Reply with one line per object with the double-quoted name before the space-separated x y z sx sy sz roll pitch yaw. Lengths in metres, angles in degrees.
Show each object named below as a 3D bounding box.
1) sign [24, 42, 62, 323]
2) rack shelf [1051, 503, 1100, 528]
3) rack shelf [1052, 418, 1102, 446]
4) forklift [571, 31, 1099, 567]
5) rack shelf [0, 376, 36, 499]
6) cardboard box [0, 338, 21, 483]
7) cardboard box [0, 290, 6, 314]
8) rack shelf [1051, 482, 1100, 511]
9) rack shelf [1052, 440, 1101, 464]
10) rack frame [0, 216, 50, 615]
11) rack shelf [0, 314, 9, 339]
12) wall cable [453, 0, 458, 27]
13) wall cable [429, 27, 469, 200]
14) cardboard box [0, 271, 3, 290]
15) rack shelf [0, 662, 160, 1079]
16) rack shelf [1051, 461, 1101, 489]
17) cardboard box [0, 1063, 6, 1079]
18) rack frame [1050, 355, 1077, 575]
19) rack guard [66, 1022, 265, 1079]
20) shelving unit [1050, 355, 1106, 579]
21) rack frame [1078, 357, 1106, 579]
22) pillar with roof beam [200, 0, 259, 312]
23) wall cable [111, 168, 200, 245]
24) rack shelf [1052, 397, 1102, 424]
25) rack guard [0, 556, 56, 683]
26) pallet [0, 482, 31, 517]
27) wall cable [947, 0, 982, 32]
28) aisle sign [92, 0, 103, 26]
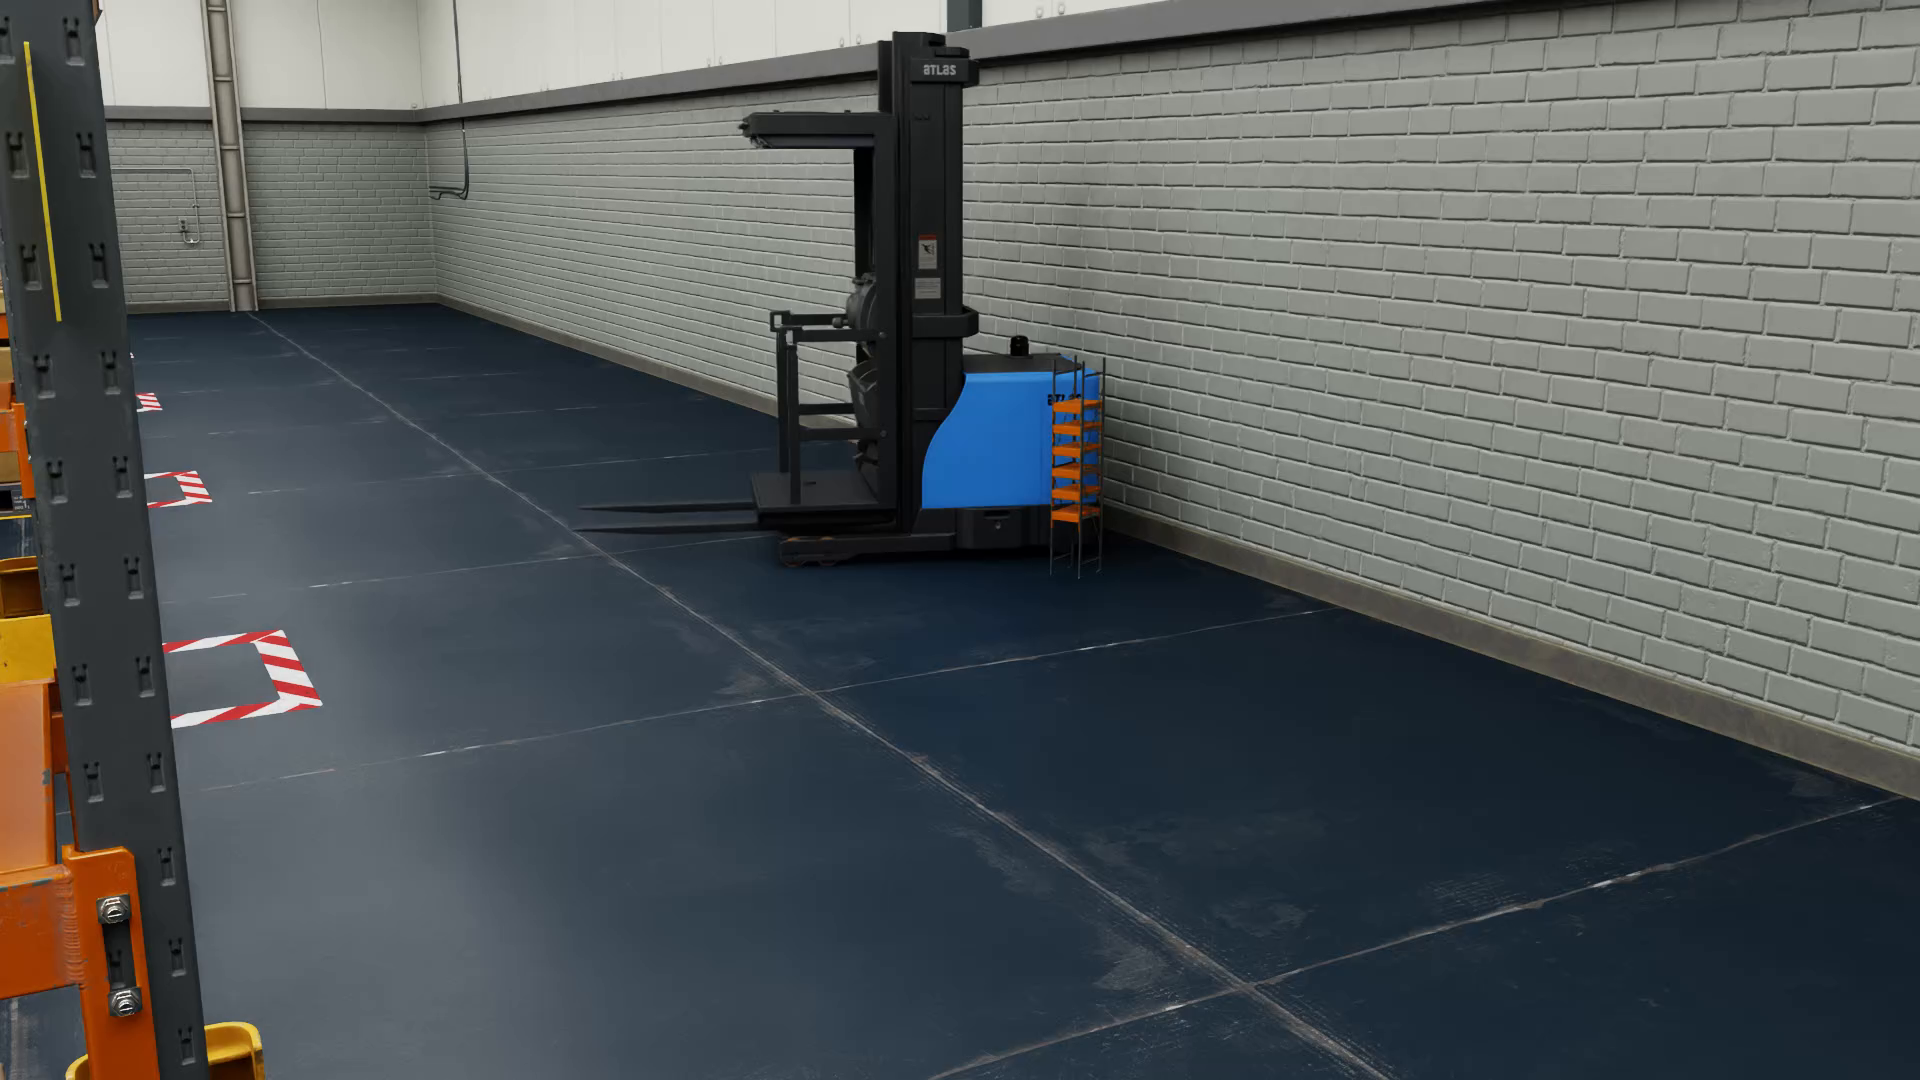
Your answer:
"sign" -1.109 -0.430 2.011 0.005 0.325 0.100 -7 14 -28
"rack shelf" 0.649 -0.125 9.229 0.180 0.103 0.258 9 15 35
"rack shelf" 0.649 -0.594 9.124 0.180 0.103 0.258 9 15 35
"forklift" -0.749 -1.399 9.651 3.031 2.935 1.130 -2 13 -9
"rack shelf" -5.573 -0.237 5.971 4.000 0.370 1.077 -7 14 -28
"cardboard box" -6.629 -0.851 10.941 0.875 0.875 0.875 -7 14 -28
"cardboard box" -6.260 -1.542 10.701 0.250 0.149 0.380 -7 14 -27
"rack shelf" 0.649 -0.242 9.203 0.180 0.103 0.258 9 15 35
"rack shelf" 0.649 -0.477 9.150 0.180 0.103 0.258 9 15 35
"rack frame" -3.818 -0.799 6.827 0.127 3.000 1.000 -7 14 -28
"rack shelf" -7.861 -1.204 10.266 4.000 0.370 1.077 -7 14 -28
"wall cable" -6.794 -8.510 22.995 0.112 2.526 3.097 -7 14 -28
"wall cable" -8.090 -6.567 25.867 0.112 2.526 3.097 -7 14 -28
"cardboard box" -6.404 -1.735 10.652 0.500 0.250 0.500 -7 15 -29
"rack shelf" -3.113 0.706 1.780 4.000 0.370 1.077 -7 14 -28
"rack shelf" 0.649 -0.360 9.176 0.180 0.103 0.258 9 15 35
"cardboard box" -1.888 1.278 2.476 0.875 0.438 0.875 -7 15 -30
"rack frame" 0.574 -0.415 9.218 0.006 1.200 0.240 9 15 35
"rack guard" -1.336 1.361 2.921 0.348 0.500 1.175 -7 14 -28
"shelving unit" 0.649 -0.403 9.167 0.189 1.200 0.258 9 15 35
"rack frame" 0.723 -0.391 9.115 0.006 1.200 0.240 9 15 35
"pillar with roof beam" -9.207 -7.177 21.504 0.400 9.000 9.100 -7 14 -28
"wall cable" -12.555 -5.442 25.143 1.851 1.984 0.084 -7 14 -28
"rack shelf" 0.649 -0.711 9.097 0.180 0.103 0.258 9 15 35
"rack guard" -3.884 0.429 7.066 0.348 0.500 1.175 -7 14 -28
"pallet" -6.770 -0.306 10.987 1.213 0.211 1.003 -7 14 -28
"wall cable" 0.509 -6.192 9.801 0.120 5.999 2.277 -7 14 -28
"aisle sign" -1.145 -1.072 2.118 0.004 0.787 0.394 -7 14 -28
